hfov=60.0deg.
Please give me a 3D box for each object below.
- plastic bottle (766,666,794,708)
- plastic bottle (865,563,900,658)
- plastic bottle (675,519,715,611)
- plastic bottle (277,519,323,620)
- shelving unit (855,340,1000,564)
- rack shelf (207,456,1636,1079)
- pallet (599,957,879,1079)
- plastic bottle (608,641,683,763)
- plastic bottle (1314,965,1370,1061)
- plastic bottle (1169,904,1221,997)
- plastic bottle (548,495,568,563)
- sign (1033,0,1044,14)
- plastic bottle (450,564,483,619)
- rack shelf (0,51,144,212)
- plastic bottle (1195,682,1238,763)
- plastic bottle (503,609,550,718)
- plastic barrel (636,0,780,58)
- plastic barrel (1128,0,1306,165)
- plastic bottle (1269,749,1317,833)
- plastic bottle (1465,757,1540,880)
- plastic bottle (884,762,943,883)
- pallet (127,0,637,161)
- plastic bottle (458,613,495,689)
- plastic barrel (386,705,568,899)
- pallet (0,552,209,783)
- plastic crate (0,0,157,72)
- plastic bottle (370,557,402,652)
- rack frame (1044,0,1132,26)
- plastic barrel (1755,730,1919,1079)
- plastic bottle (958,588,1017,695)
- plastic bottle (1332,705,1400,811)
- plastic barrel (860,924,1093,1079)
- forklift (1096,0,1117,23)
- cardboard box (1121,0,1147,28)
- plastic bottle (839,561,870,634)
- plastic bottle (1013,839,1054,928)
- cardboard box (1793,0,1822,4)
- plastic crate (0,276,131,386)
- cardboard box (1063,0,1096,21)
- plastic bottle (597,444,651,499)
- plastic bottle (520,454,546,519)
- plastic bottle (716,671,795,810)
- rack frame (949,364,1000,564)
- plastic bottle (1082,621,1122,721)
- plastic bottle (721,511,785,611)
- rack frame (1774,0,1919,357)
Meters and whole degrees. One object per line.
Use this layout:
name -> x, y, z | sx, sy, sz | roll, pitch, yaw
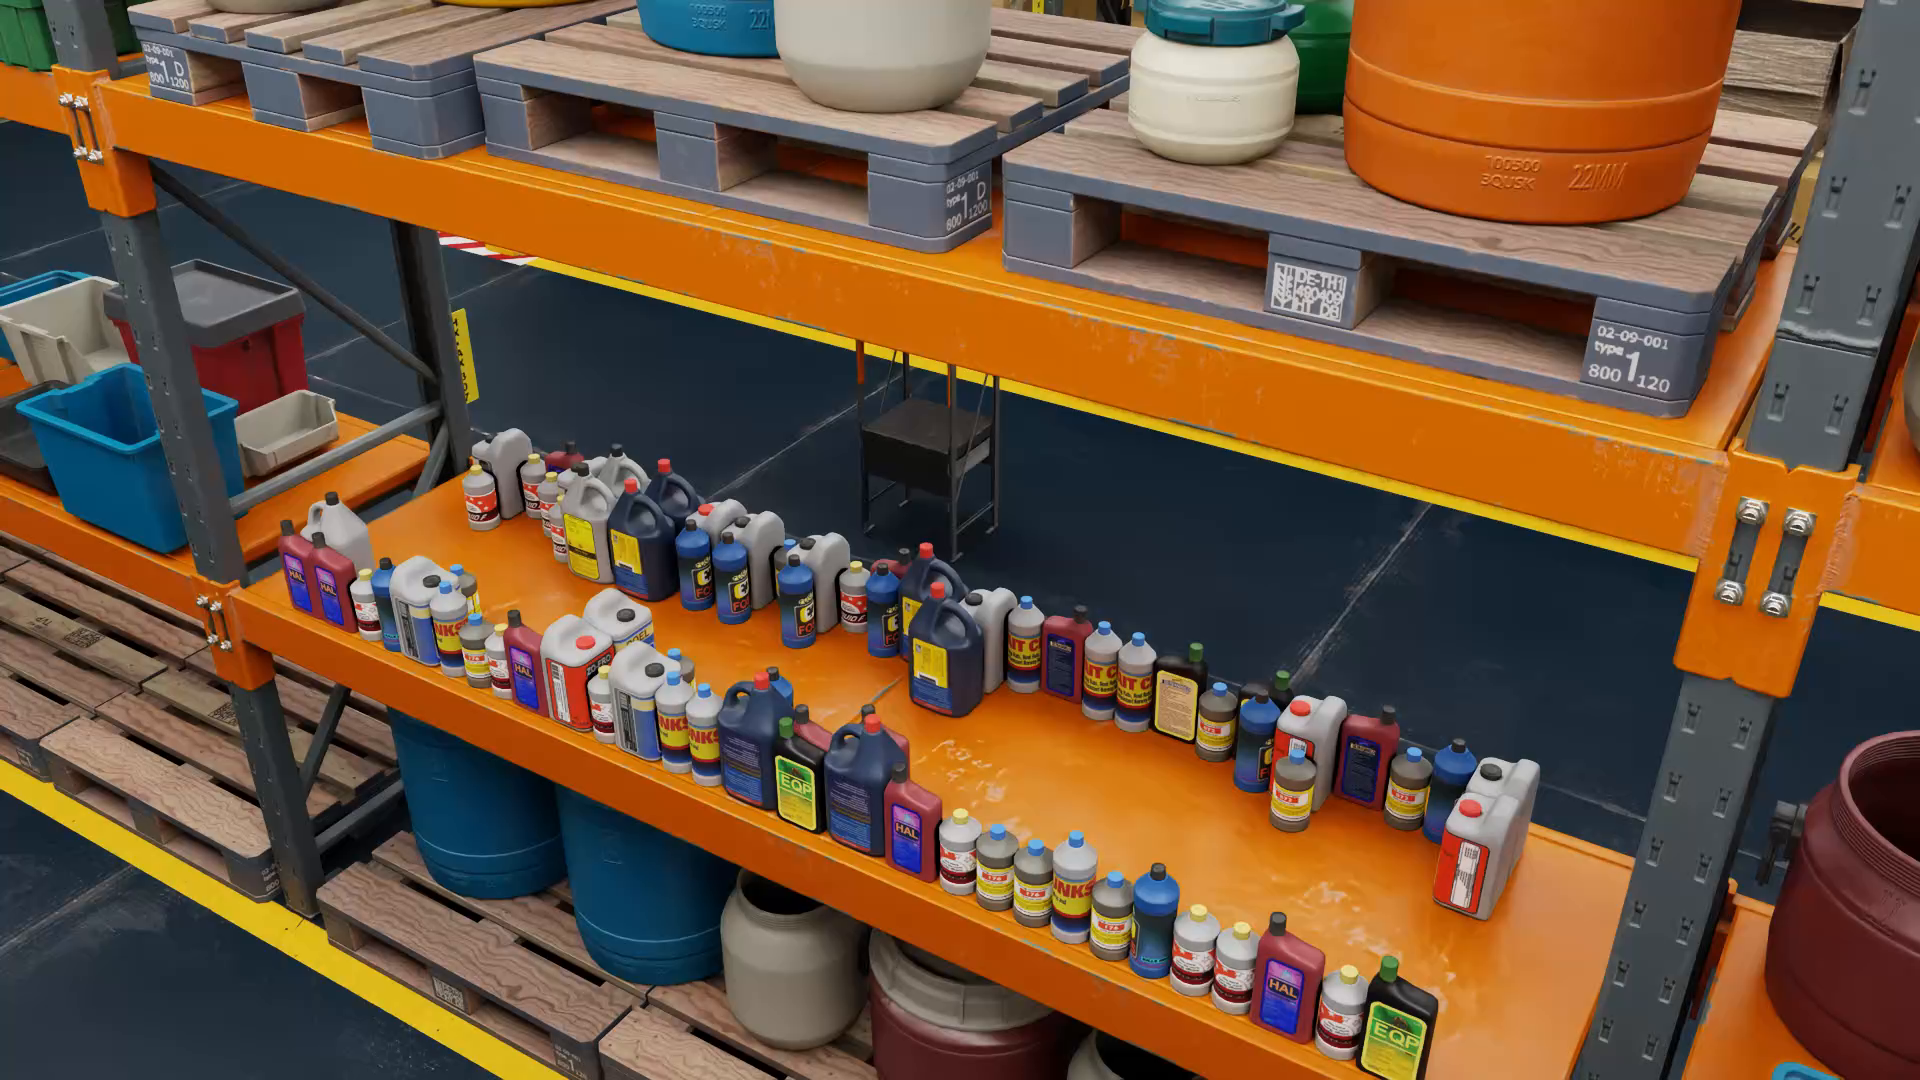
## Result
plastic bottle -> -0.461, 0.436, 4.153 | 0.097, 0.271, 0.097 | 0, 30, 0
plastic bottle -> -0.210, 0.186, 4.582 | 0.097, 0.271, 0.097 | 0, 30, 0
plastic bottle -> -0.765, 0.065, 4.789 | 0.097, 0.271, 0.097 | 0, 30, 0
plastic bottle -> -1.873, 0.081, 4.749 | 0.133, 0.283, 0.061 | 18, 35, 27
shelving unit -> -0.140, -0.951, 7.297 | 0.503, 2.100, 0.431 | 18, 35, 27
rack shelf -> -0.263, 0.597, 4.463 | 4.000, 0.370, 1.077 | 18, 35, 27
pallet -> -0.288, 1.506, 4.959 | 1.213, 0.211, 1.003 | 18, 35, 27
plastic bottle -> -0.786, 0.401, 4.209 | 0.135, 0.276, 0.152 | 18, 35, 27
plastic bottle -> 0.774, 0.943, 3.354 | 0.097, 0.201, 0.097 | 0, 30, 0
plastic bottle -> 0.496, 0.855, 3.504 | 0.097, 0.201, 0.097 | 0, 30, 0
plastic bottle -> -1.192, -0.040, 5.039 | 0.097, 0.201, 0.097 | 0, 30, 0
sign -> 0.383, -2.534, 8.179 | 0.005, 0.325, 0.100 | 18, 35, 27
plastic bottle -> -1.407, 0.163, 4.691 | 0.097, 0.201, 0.097 | 0, 30, 0
rack shelf -> -3.650, -1.770, 5.544 | 4.000, 0.370, 1.077 | 18, 35, 27
plastic bottle -> 0.648, 0.452, 4.196 | 0.097, 0.201, 0.097 | 0, 30, 0
plastic bottle -> -1.120, 0.319, 4.342 | 0.133, 0.283, 0.061 | 18, 35, 27
plastic barrel -> -0.430, -1.551, 3.541 | 0.708, 0.901, 0.600 | 18, 35, 27
plastic barrel -> 0.445, -0.820, 2.922 | 0.301, 0.262, 0.301 | 0, 30, 0
plastic bottle -> 0.794, 0.588, 3.962 | 0.097, 0.201, 0.097 | 0, 30, 0
plastic bottle -> 1.237, 0.622, 3.830 | 0.135, 0.276, 0.152 | 18, 35, 27
plastic bottle -> -0.106, 0.640, 3.792 | 0.133, 0.283, 0.061 | 18, 35, 27
pallet -> -1.241, -1.295, 4.204 | 1.003, 0.211, 1.213 | 18, 35, 27
plastic bottle -> -1.291, 0.290, 4.473 | 0.097, 0.201, 0.097 | 0, 30, 0
plastic barrel -> -1.505, 0.629, 5.361 | 0.708, 0.901, 0.600 | 18, 35, 27
pallet -> -3.637, 0.448, 6.772 | 1.213, 0.211, 1.003 | 18, 35, 27
plastic crate -> -2.476, -1.438, 4.472 | 0.662, 0.188, 0.450 | 18, 35, 27
plastic bottle -> -1.570, 0.172, 4.607 | 0.097, 0.271, 0.097 | 0, 30, 0
rack frame -> 0.677, -2.363, 8.824 | 0.127, 3.000, 1.000 | 18, 35, 27
plastic barrel -> 1.986, 0.759, 3.338 | 0.708, 0.536, 0.600 | 18, 35, 27
plastic bottle -> 0.062, 0.250, 4.467 | 0.135, 0.276, 0.152 | 18, 35, 27
plastic bottle -> 0.983, 0.511, 4.013 | 0.133, 0.283, 0.061 | 18, 35, 27
plastic barrel -> 0.052, 1.256, 4.596 | 0.708, 0.588, 0.600 | 18, 35, 27
forklift -> 0.983, -3.654, 11.104 | 3.031, 2.935, 1.130 | 17, 34, 27
cardboard box -> 1.222, -2.672, 8.259 | 0.637, 0.503, 0.797 | 17, 34, 26
plastic bottle -> -0.291, 0.155, 4.705 | 0.097, 0.201, 0.097 | 0, 30, 0
plastic bottle -> 0.166, 0.751, 3.683 | 0.097, 0.201, 0.097 | 0, 30, 0
cardboard box -> 5.488, -3.595, 10.768 | 0.250, 0.149, 0.380 | 17, 34, 27
plastic crate -> -3.152, -0.712, 6.051 | 0.530, 0.282, 0.437 | 18, 35, 27
cardboard box -> 0.407, -2.988, 9.005 | 0.500, 0.500, 0.500 | 18, 35, 27
plastic bottle -> -1.004, -0.121, 5.030 | 0.185, 0.351, 0.144 | 18, 35, 27
plastic bottle -> -1.338, -0.176, 5.273 | 0.097, 0.201, 0.097 | 0, 30, 0
plastic bottle -> -0.488, 0.465, 4.024 | 0.185, 0.351, 0.144 | 18, 35, 27
rack frame -> 0.066, -0.886, 7.185 | 0.015, 2.100, 0.400 | 18, 35, 27
plastic bottle -> 0.370, 0.334, 4.329 | 0.097, 0.271, 0.097 | 0, 30, 0
plastic bottle -> -0.600, 0.041, 4.826 | 0.135, 0.276, 0.152 | 18, 35, 27
rack frame -> 1.431, -1.769, 1.852 | 0.127, 3.000, 1.000 | 18, 35, 27
